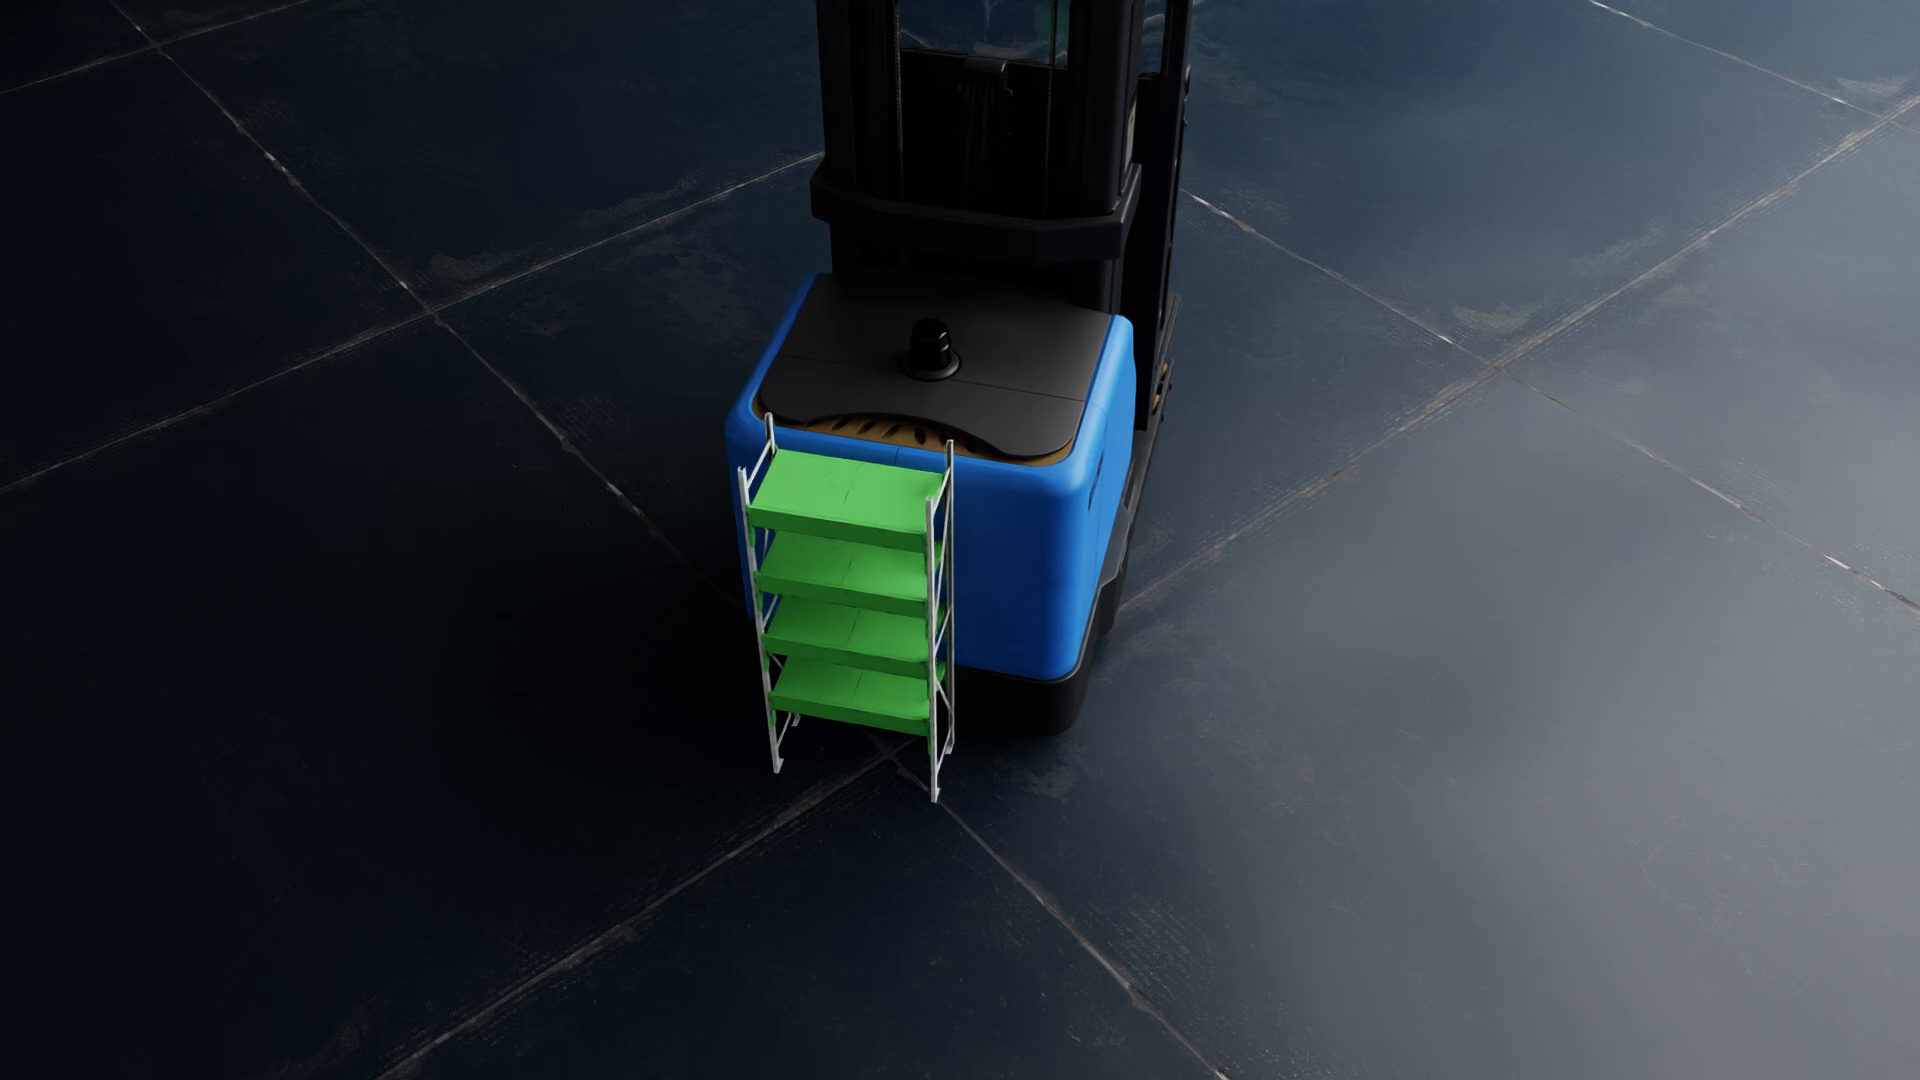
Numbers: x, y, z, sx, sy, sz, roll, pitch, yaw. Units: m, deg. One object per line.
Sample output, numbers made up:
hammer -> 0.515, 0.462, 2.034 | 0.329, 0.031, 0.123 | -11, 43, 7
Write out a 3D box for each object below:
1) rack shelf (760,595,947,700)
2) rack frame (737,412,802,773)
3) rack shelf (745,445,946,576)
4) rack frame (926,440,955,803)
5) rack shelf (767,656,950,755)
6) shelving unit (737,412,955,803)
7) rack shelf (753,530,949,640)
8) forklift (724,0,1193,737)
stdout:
rack shelf -> -0.289, 0.269, 4.681 | 0.480, 0.148, 0.258 | 9, 44, 10
rack frame -> -0.526, 0.184, 4.677 | 0.015, 1.200, 0.240 | 9, 44, 10
rack shelf -> -0.289, -0.081, 4.352 | 0.480, 0.148, 0.258 | 9, 44, 10
rack frame -> -0.051, 0.260, 4.597 | 0.015, 1.200, 0.240 | 9, 44, 10
rack shelf -> -0.289, 0.444, 4.845 | 0.480, 0.148, 0.258 | 9, 44, 10
shelving unit -> -0.289, 0.222, 4.637 | 0.503, 1.200, 0.258 | 9, 44, 10
rack shelf -> -0.289, 0.094, 4.516 | 0.480, 0.148, 0.258 | 9, 44, 10
forklift -> 0.186, -1.499, 5.205 | 1.130, 2.935, 3.031 | 10, 44, 10
